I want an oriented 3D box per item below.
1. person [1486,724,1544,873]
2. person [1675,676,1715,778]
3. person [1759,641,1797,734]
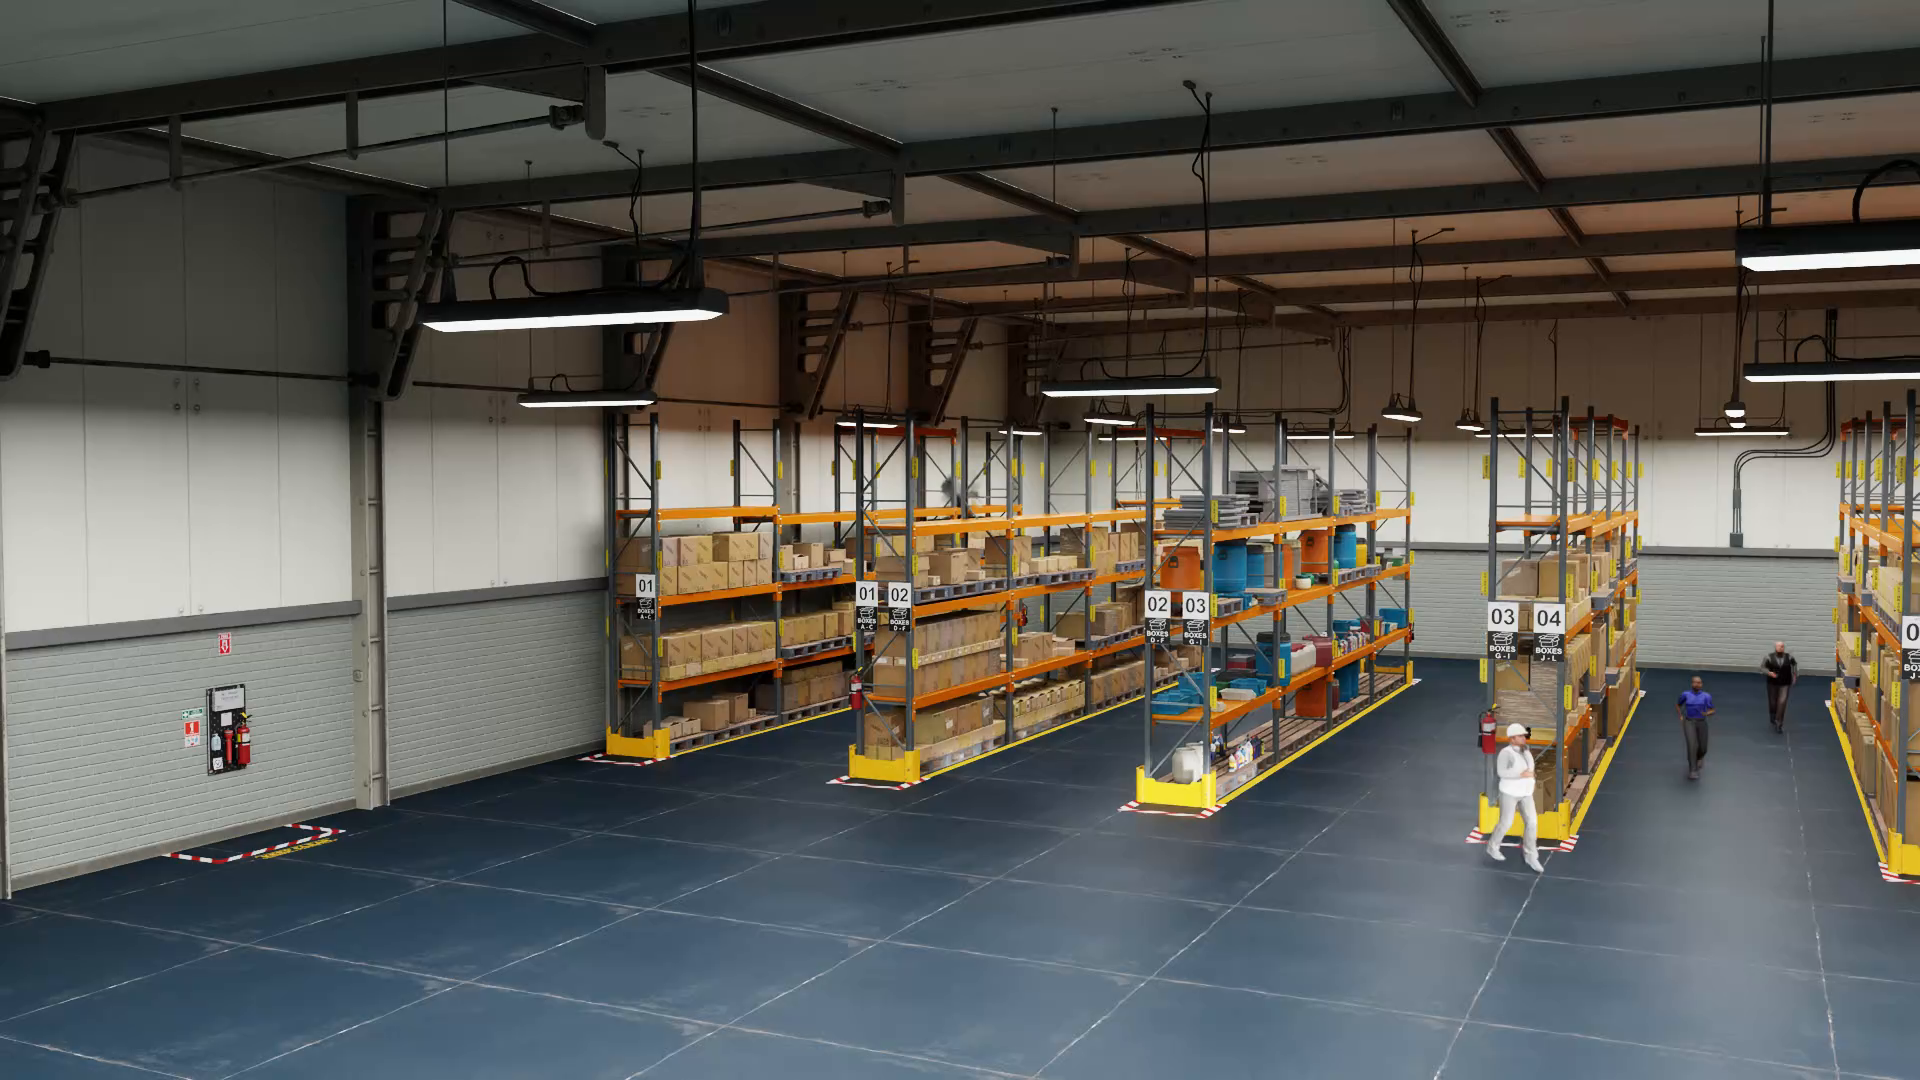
[{"bbox_3d":[6.996,3.218,20.943,0.629,1.816,0.802,-1,3,-25],"label":"person"},{"bbox_3d":[12.023,3.043,27.193,0.588,1.612,0.831,1,3,19],"label":"person"},{"bbox_3d":[15.721,2.799,31.956,0.679,1.728,1.017,1,3,20],"label":"person"}]
